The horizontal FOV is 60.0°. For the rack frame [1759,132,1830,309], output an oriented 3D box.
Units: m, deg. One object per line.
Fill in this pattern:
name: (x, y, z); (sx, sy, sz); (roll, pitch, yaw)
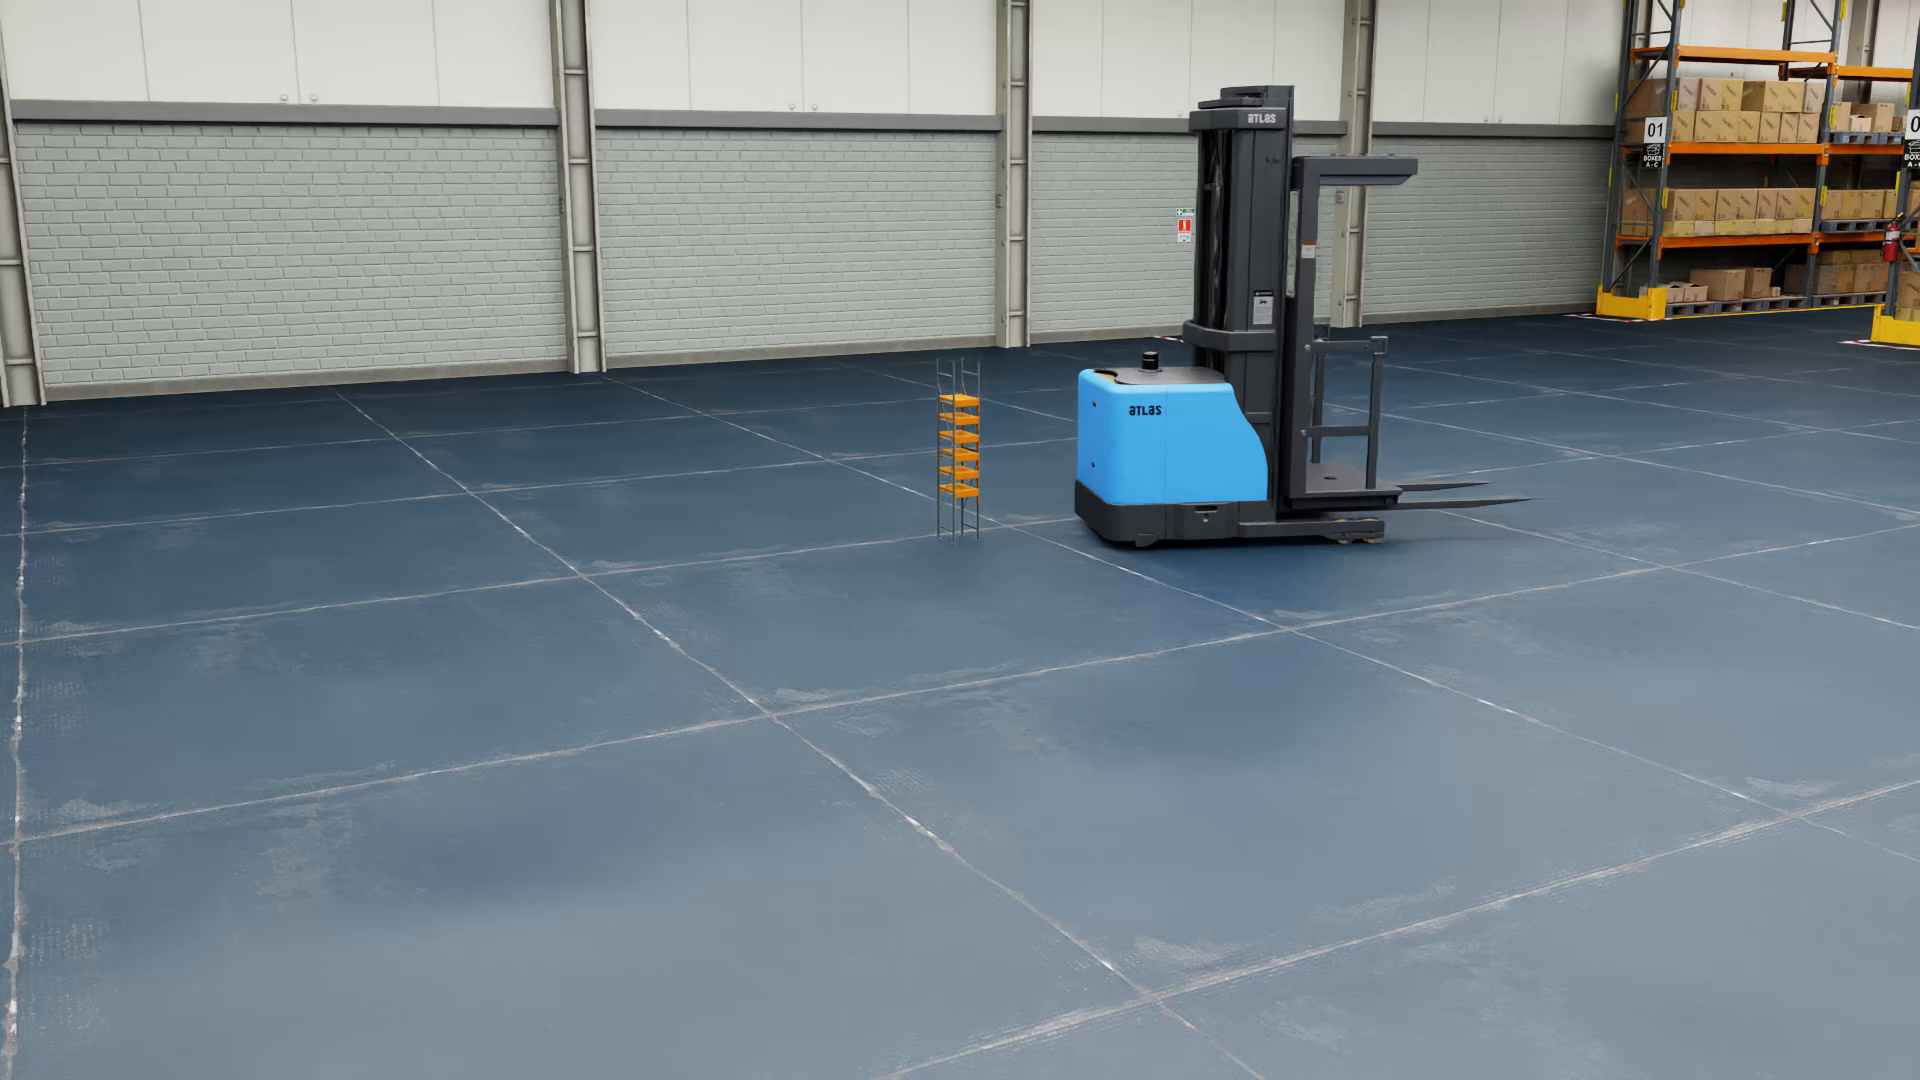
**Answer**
rack frame: (14.570, -5.594, 29.134); (0.127, 3.000, 1.000); (-7, 14, -28)

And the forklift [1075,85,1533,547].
forklift: (2.366, -1.514, 11.161); (3.031, 2.935, 1.130); (-2, 13, -9)

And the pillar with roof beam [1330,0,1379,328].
pillar with roof beam: (8.056, -6.880, 21.183); (0.400, 9.000, 9.100); (-7, 14, -28)

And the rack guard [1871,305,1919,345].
rack guard: (13.415, -2.997, 23.288); (0.348, 0.500, 1.175); (-7, 14, -28)

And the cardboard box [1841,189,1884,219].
cardboard box: (16.090, -6.037, 29.873); (0.500, 0.500, 0.700); (-5, 14, -20)

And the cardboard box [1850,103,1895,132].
cardboard box: (16.171, -7.483, 29.511); (0.500, 0.500, 0.500); (-7, 15, -30)

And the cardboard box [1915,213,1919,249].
cardboard box: (13.852, -4.314, 23.221); (0.500, 0.500, 0.700); (-7, 14, -28)

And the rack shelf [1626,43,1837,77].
rack shelf: (12.815, -7.958, 27.620); (4.000, 0.370, 1.077); (-7, 14, -28)

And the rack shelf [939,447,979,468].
rack shelf: (-0.013, -0.540, 10.980); (0.180, 0.103, 0.258); (-7, 14, -28)

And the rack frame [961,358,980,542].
rack frame: (0.068, -0.593, 11.013); (0.006, 1.200, 0.240); (-7, 14, -28)

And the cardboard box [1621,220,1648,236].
cardboard box: (11.377, -5.196, 27.663); (0.500, 0.250, 0.500); (-7, 14, -27)

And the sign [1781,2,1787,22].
sign: (14.299, -9.160, 28.828); (0.005, 0.325, 0.100); (-7, 14, -28)

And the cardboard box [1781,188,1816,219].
cardboard box: (14.304, -5.787, 28.580); (0.500, 0.500, 0.500); (-7, 14, -28)

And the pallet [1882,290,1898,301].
pallet: (17.395, -4.573, 30.946); (1.213, 0.211, 1.003); (-7, 14, -28)

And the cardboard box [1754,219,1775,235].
cardboard box: (13.425, -5.316, 28.194); (0.500, 0.250, 0.500); (-7, 14, -28)

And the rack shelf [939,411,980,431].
rack shelf: (-0.013, -0.775, 10.928); (0.180, 0.103, 0.258); (-7, 14, -28)

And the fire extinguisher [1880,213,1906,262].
fire extinguisher: (13.110, -4.258, 23.375); (0.183, 0.674, 0.296); (-7, 14, -28)

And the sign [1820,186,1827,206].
sign: (14.837, -5.913, 28.578); (0.005, 0.325, 0.100); (-7, 14, -28)

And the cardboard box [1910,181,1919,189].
cardboard box: (17.518, -6.516, 30.524); (0.250, 0.149, 0.380); (-10, 16, -37)

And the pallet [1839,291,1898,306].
pallet: (16.325, -4.445, 30.380); (1.213, 0.211, 1.003); (-7, 14, -28)

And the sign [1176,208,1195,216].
sign: (3.279, -4.766, 24.167); (0.331, 0.109, 0.001); (-7, 14, -28)

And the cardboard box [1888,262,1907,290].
cardboard box: (16.966, -4.892, 30.708); (0.500, 0.500, 0.700); (-7, 14, -28)

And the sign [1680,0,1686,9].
sign: (11.319, -8.490, 26.030); (0.005, 0.325, 0.100); (-7, 14, -28)

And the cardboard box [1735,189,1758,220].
cardboard box: (12.965, -5.628, 27.872); (0.500, 0.500, 0.500); (-6, 14, -26)

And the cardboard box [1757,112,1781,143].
cardboard box: (13.327, -6.899, 27.827); (0.500, 0.500, 0.500); (-7, 15, -30)

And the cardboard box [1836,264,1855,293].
cardboard box: (15.638, -4.734, 30.003); (0.500, 0.500, 0.700); (-7, 15, -29)

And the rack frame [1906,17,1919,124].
rack frame: (13.436, -7.146, 22.366); (0.127, 3.000, 1.000); (-7, 14, -28)

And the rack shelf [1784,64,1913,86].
rack shelf: (16.326, -8.185, 29.533); (4.000, 0.370, 1.077); (-7, 14, -28)

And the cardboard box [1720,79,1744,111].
cardboard box: (12.423, -7.276, 27.225); (0.500, 0.500, 0.500); (-6, 14, -26)

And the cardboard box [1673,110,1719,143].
cardboard box: (11.961, -6.732, 27.085); (0.500, 0.500, 0.500); (-6, 14, -24)

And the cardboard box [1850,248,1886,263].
cardboard box: (16.495, -5.187, 30.309); (0.500, 0.250, 0.500); (-7, 14, -28)

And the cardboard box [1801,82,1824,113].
cardboard box: (14.261, -7.499, 28.216); (0.500, 0.500, 0.500); (-8, 15, -33)

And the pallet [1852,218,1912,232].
pallet: (16.363, -5.705, 30.065); (1.213, 0.211, 1.003); (-7, 14, -28)

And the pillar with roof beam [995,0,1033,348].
pillar with roof beam: (2.789, -6.248, 18.378); (0.400, 9.000, 9.100); (-7, 14, -28)

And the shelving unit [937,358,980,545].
shelving unit: (-0.013, -0.584, 10.971); (0.189, 1.200, 0.258); (-7, 14, -28)

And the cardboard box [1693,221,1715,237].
cardboard box: (12.089, -5.157, 27.490); (0.500, 0.250, 0.500); (-7, 15, -30)

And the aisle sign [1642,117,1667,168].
aisle sign: (11.140, -6.376, 26.689); (0.004, 0.787, 0.394); (-7, 14, -28)

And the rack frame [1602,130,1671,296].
rack frame: (11.059, -5.173, 27.265); (0.127, 3.000, 1.000); (-7, 14, -28)

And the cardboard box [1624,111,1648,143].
cardboard box: (11.304, -6.788, 27.334); (0.500, 0.500, 0.500); (-6, 14, -24)

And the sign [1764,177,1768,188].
sign: (14.301, -6.266, 29.481); (0.005, 0.325, 0.100); (-7, 14, -28)

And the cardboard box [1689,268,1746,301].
cardboard box: (12.878, -4.351, 28.304); (0.500, 0.500, 0.700); (-8, 15, -31)

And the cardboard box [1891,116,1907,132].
cardboard box: (16.899, -7.420, 30.135); (0.637, 0.503, 0.797); (-5, 14, -20)

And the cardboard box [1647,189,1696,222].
cardboard box: (11.622, -5.468, 27.162); (0.500, 0.500, 0.500); (-7, 14, -28)
